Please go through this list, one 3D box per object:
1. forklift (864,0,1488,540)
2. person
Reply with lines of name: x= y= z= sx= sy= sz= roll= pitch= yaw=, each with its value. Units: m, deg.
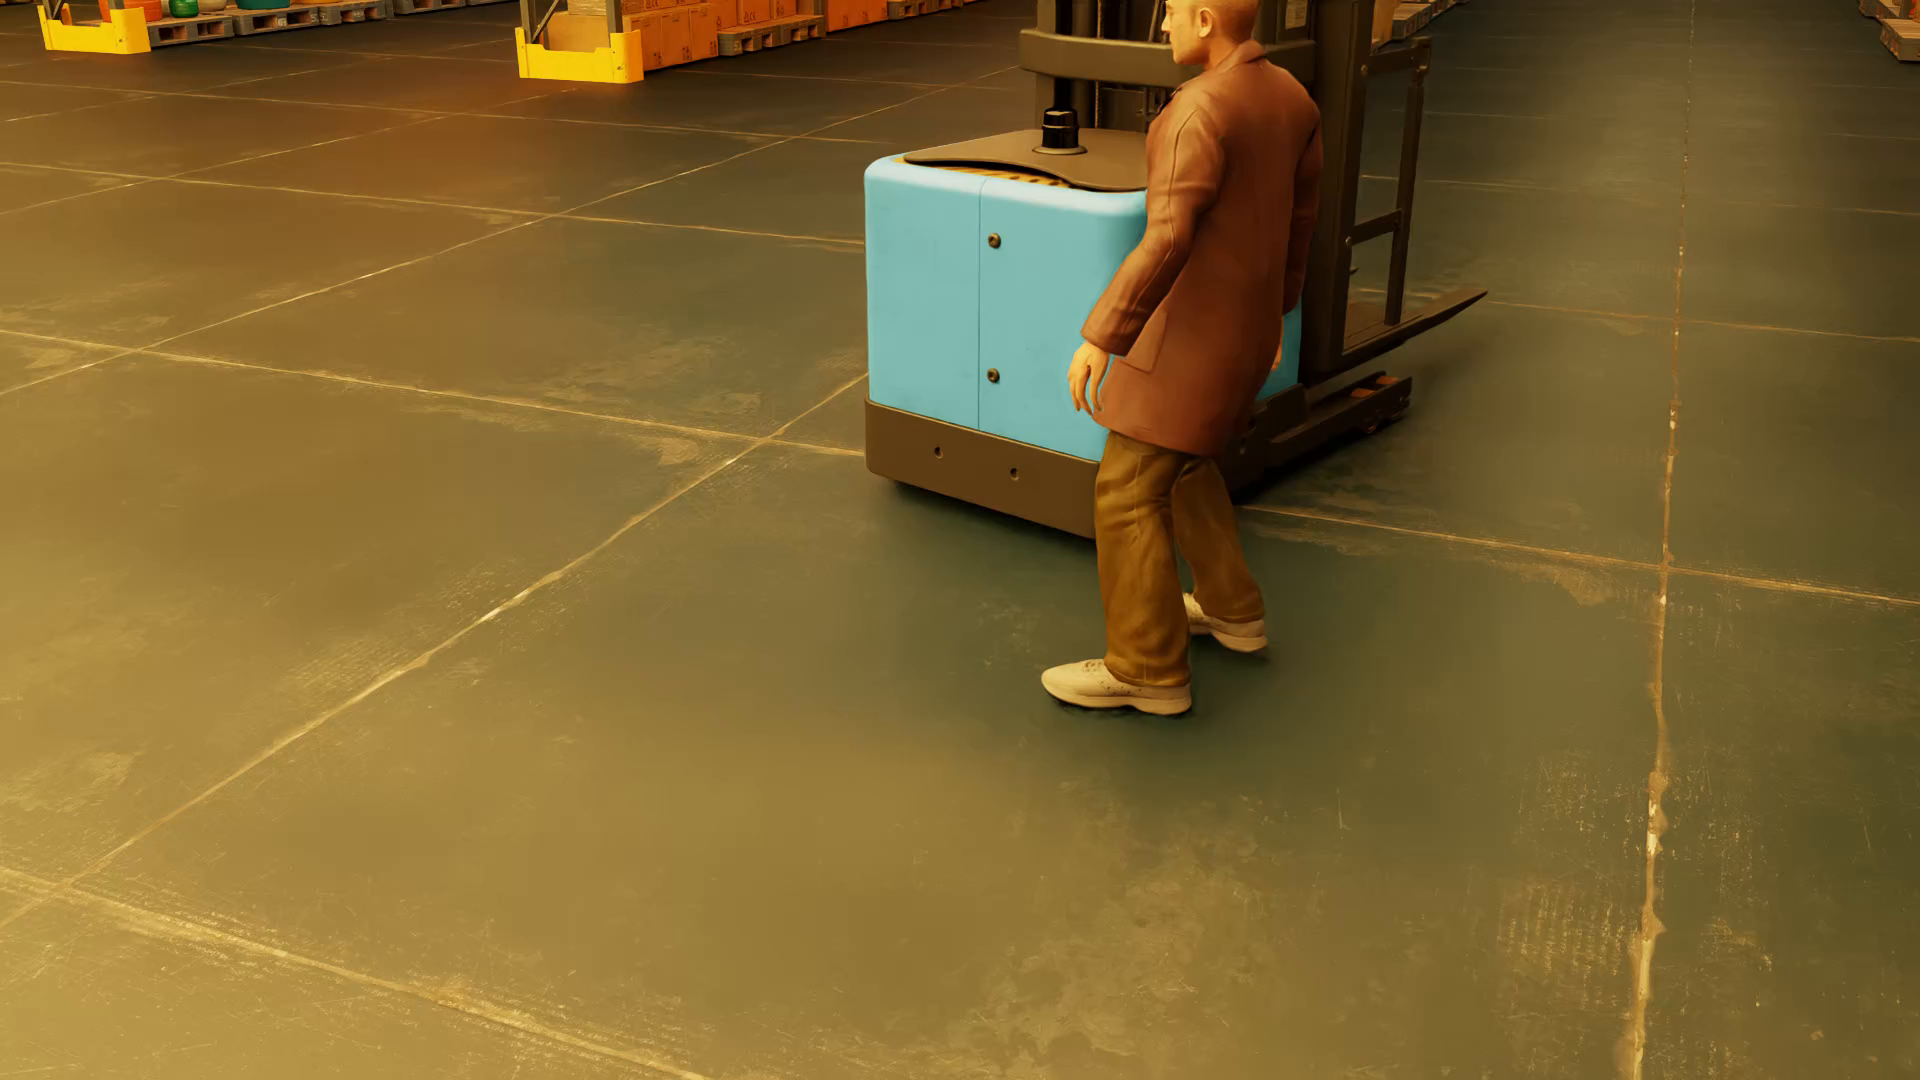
forklift: x=1.018 y=-1.845 z=5.706 sx=1.130 sy=2.935 sz=3.031 roll=18 pitch=29 yaw=36
person: x=0.553 y=-0.497 z=4.009 sx=0.426 sy=1.750 sz=0.826 roll=16 pitch=28 yaw=34
